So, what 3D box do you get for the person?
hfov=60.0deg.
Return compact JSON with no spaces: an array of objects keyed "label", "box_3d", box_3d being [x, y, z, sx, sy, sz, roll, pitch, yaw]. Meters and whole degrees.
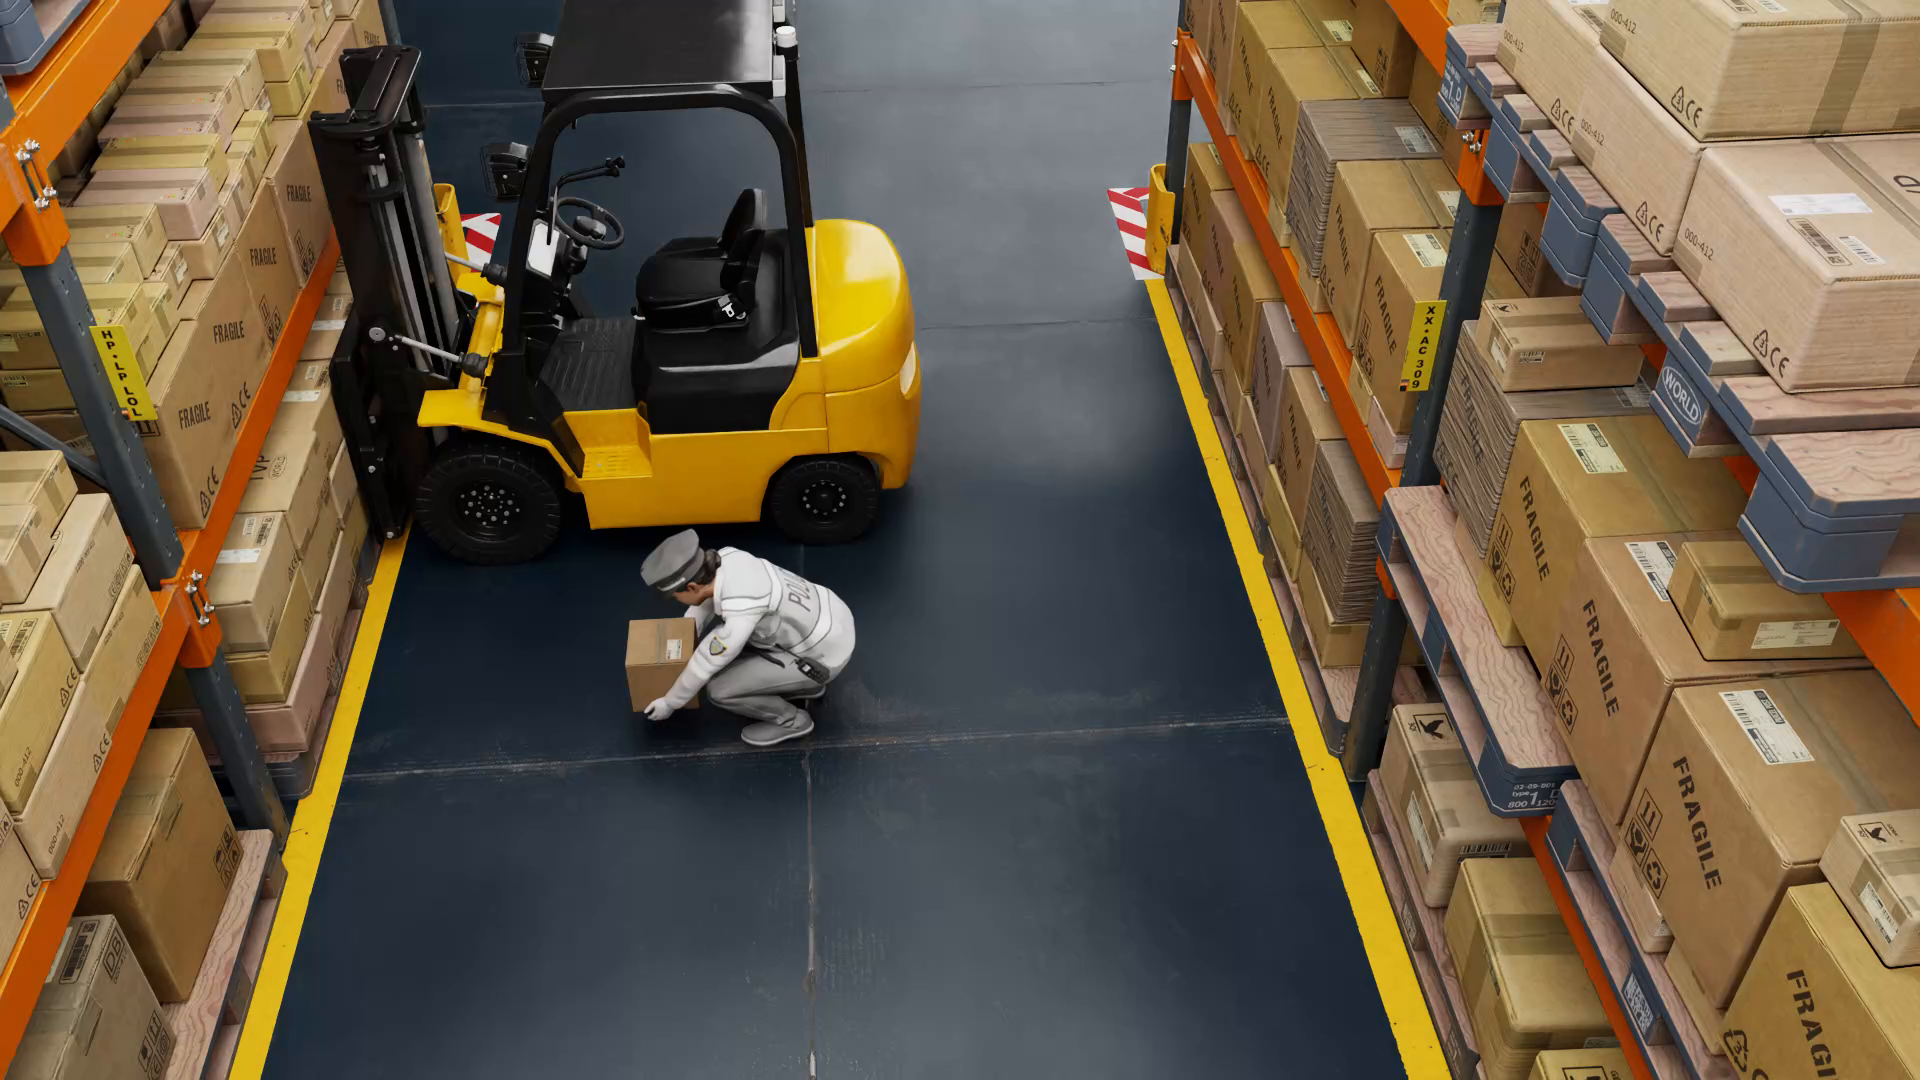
[{"label":"person","box_3d":[-0.809,0.335,6.308,0.815,0.967,0.496,-3,39,-4]}]
